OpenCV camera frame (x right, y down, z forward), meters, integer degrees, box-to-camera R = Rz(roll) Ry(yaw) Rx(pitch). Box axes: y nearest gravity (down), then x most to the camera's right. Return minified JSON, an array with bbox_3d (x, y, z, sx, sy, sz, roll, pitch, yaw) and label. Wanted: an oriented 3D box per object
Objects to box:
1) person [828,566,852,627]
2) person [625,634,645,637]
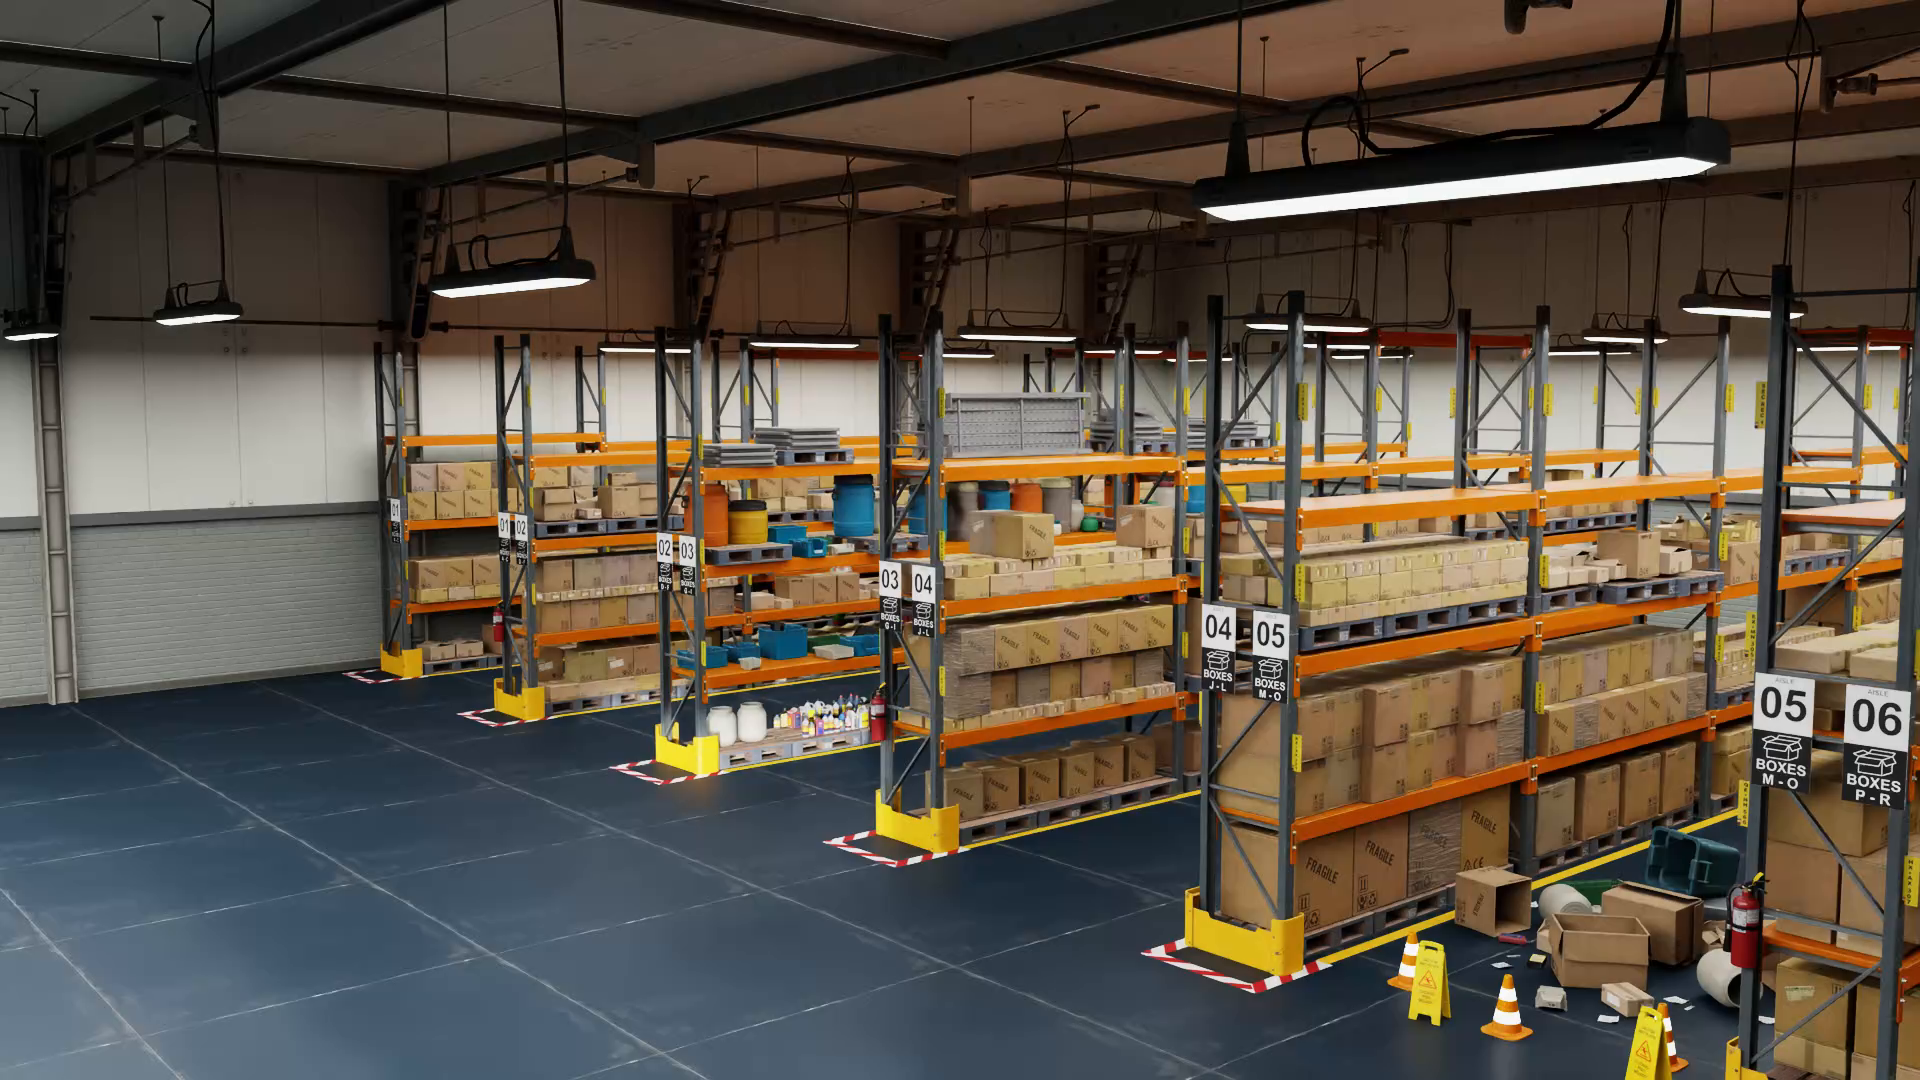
[{"bbox_3d":[-2.465,1.126,34.579,0.578,1.795,0.450,-4,6,-34],"label":"person"},{"bbox_3d":[-5.818,1.616,29.689,0.572,1.812,0.573,-1,5,-8],"label":"person"}]
